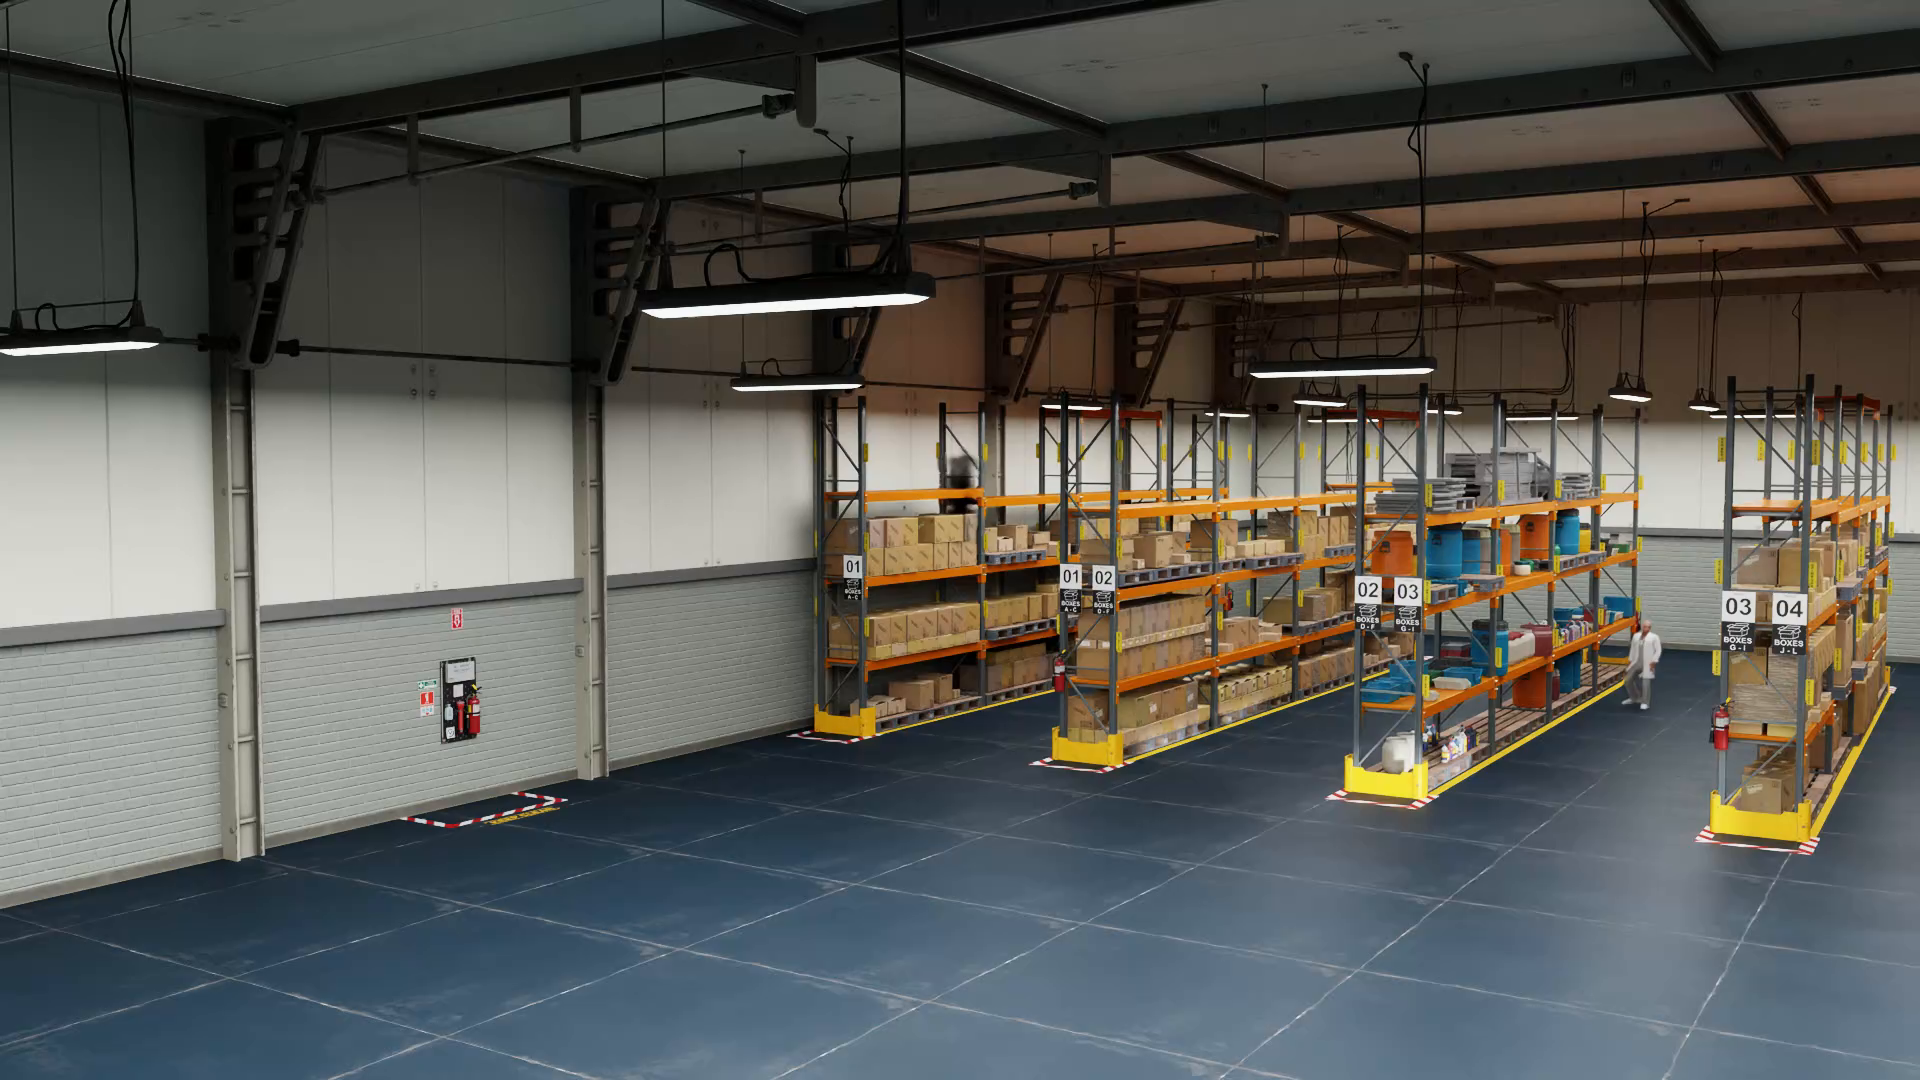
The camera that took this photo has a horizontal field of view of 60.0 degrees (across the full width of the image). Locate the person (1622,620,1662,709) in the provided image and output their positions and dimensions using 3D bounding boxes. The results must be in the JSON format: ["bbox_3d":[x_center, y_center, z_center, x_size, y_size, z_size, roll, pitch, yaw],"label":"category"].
[{"bbox_3d":[13.244,2.426,32.377,0.611,1.745,0.819,-3,4,-43],"label":"person"}]
